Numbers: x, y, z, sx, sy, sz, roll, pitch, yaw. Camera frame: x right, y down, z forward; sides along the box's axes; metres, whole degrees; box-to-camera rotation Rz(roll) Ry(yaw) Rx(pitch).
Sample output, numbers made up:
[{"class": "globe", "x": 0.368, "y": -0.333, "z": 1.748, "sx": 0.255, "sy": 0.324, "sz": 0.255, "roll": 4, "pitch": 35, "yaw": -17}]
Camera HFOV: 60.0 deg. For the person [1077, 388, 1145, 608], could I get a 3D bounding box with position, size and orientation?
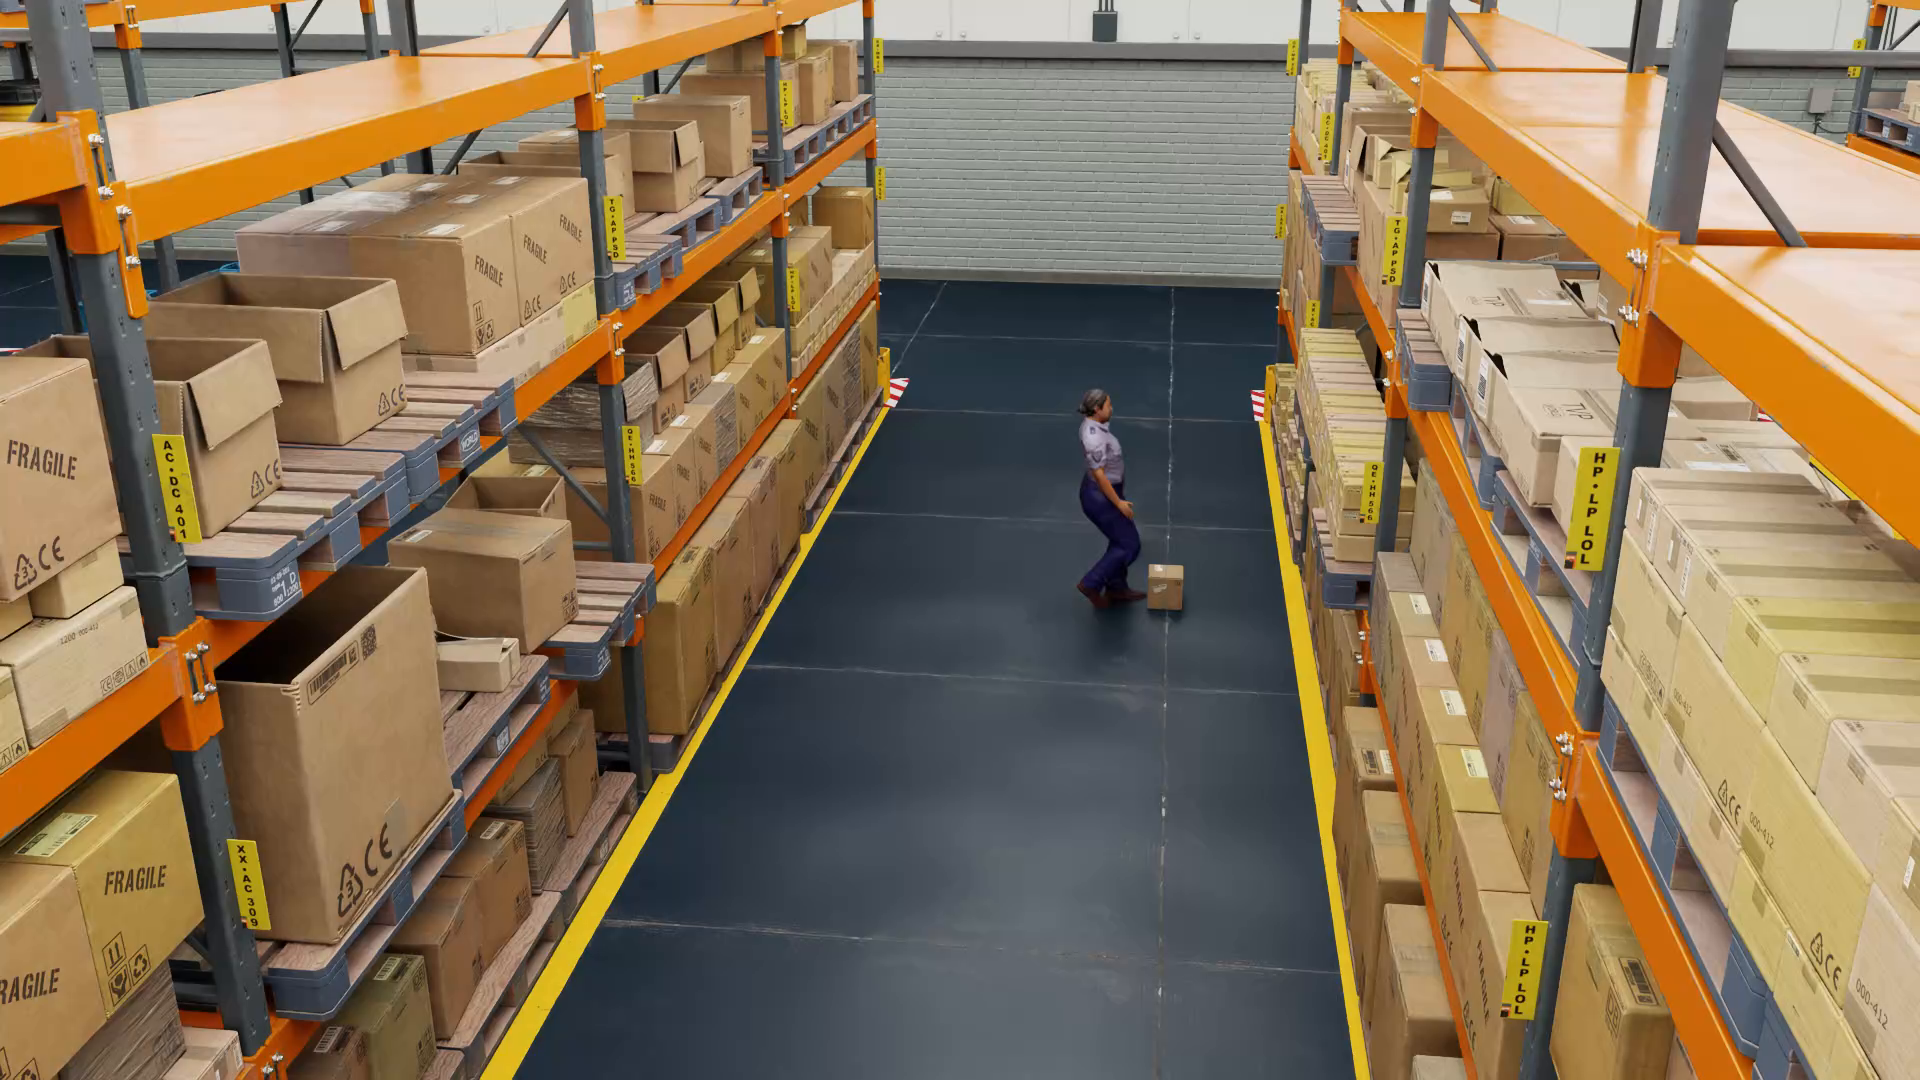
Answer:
[{"class": "person", "x": 1.096, "y": -0.300, "z": 11.935, "sx": 0.537, "sy": 1.612, "sz": 0.496, "roll": 0, "pitch": 21, "yaw": 1}]
